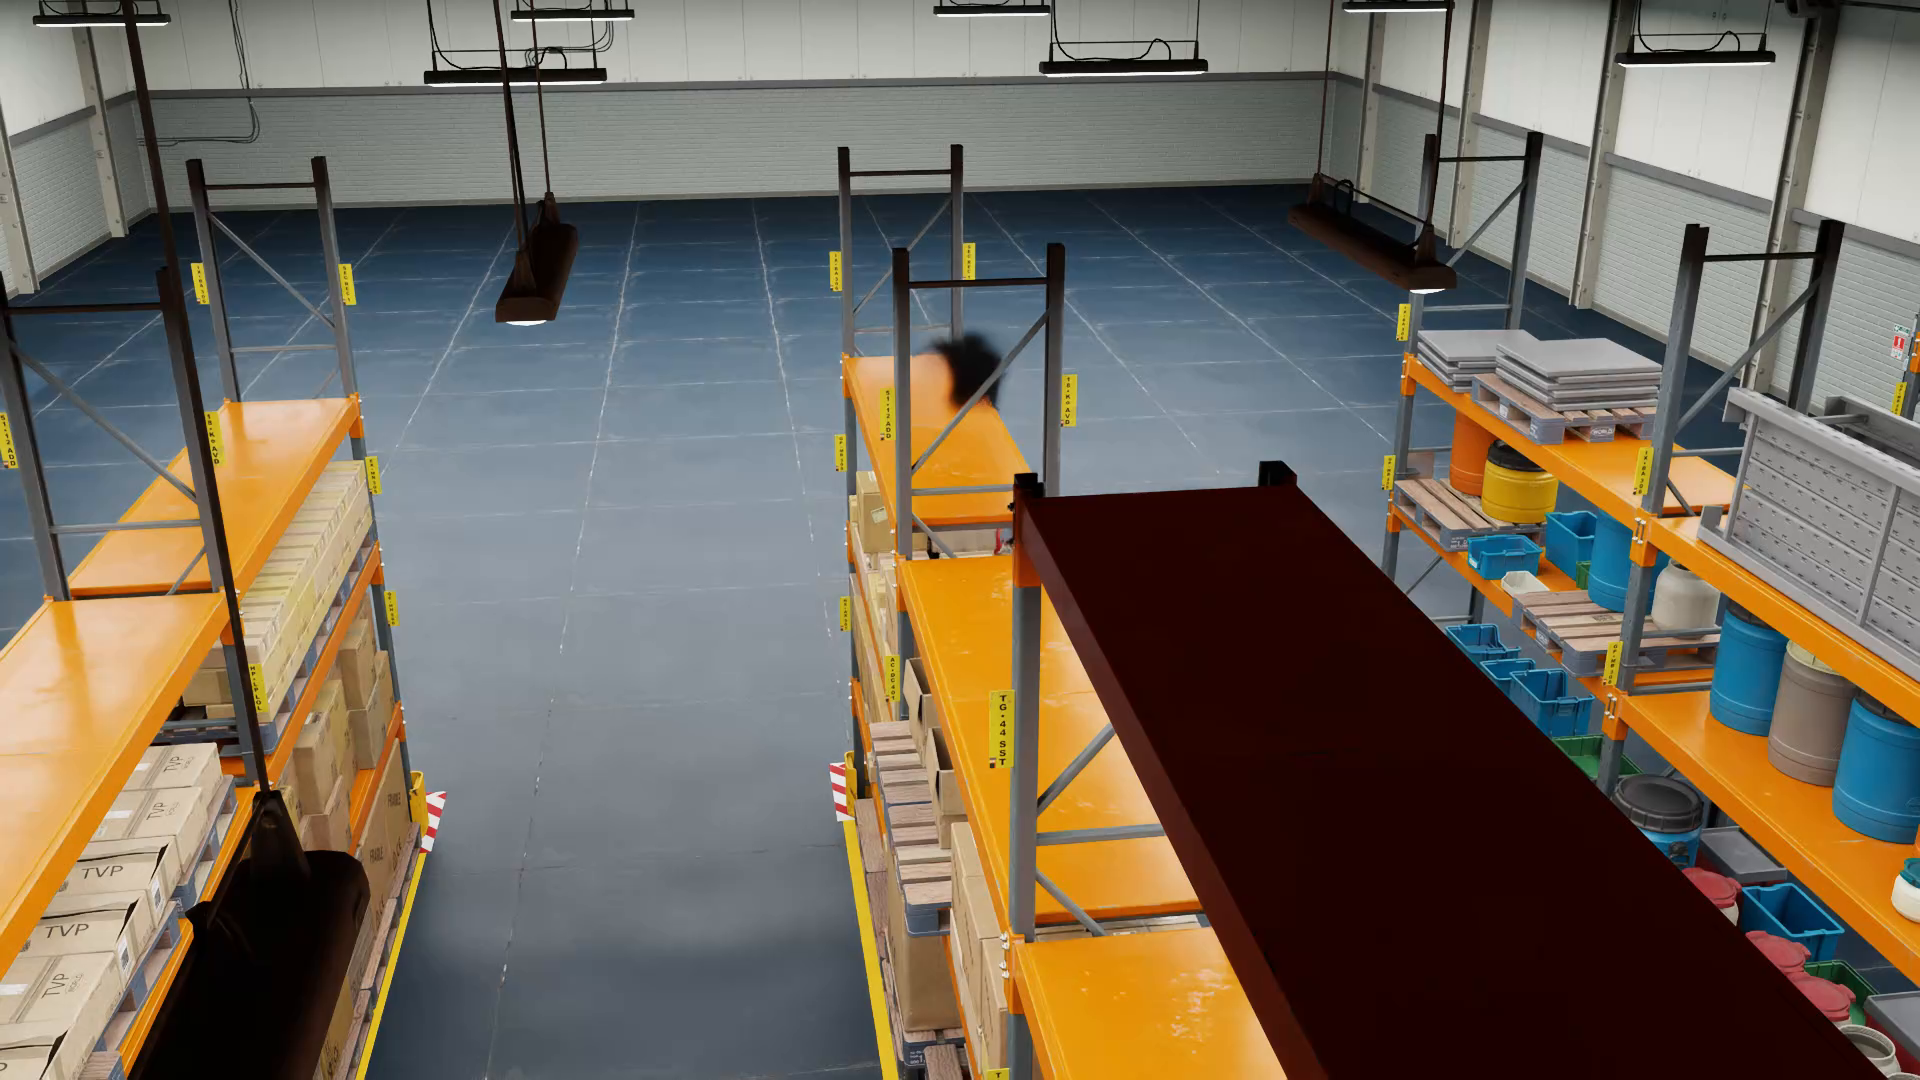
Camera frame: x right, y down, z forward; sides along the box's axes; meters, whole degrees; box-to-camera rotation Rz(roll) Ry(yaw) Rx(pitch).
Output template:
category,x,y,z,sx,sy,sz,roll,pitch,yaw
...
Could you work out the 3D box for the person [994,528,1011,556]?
category,x,y,z,sx,sy,sz,roll,pitch,yaw
person,0.303,0.261,18.904,0.833,1.548,0.696,2,22,6
